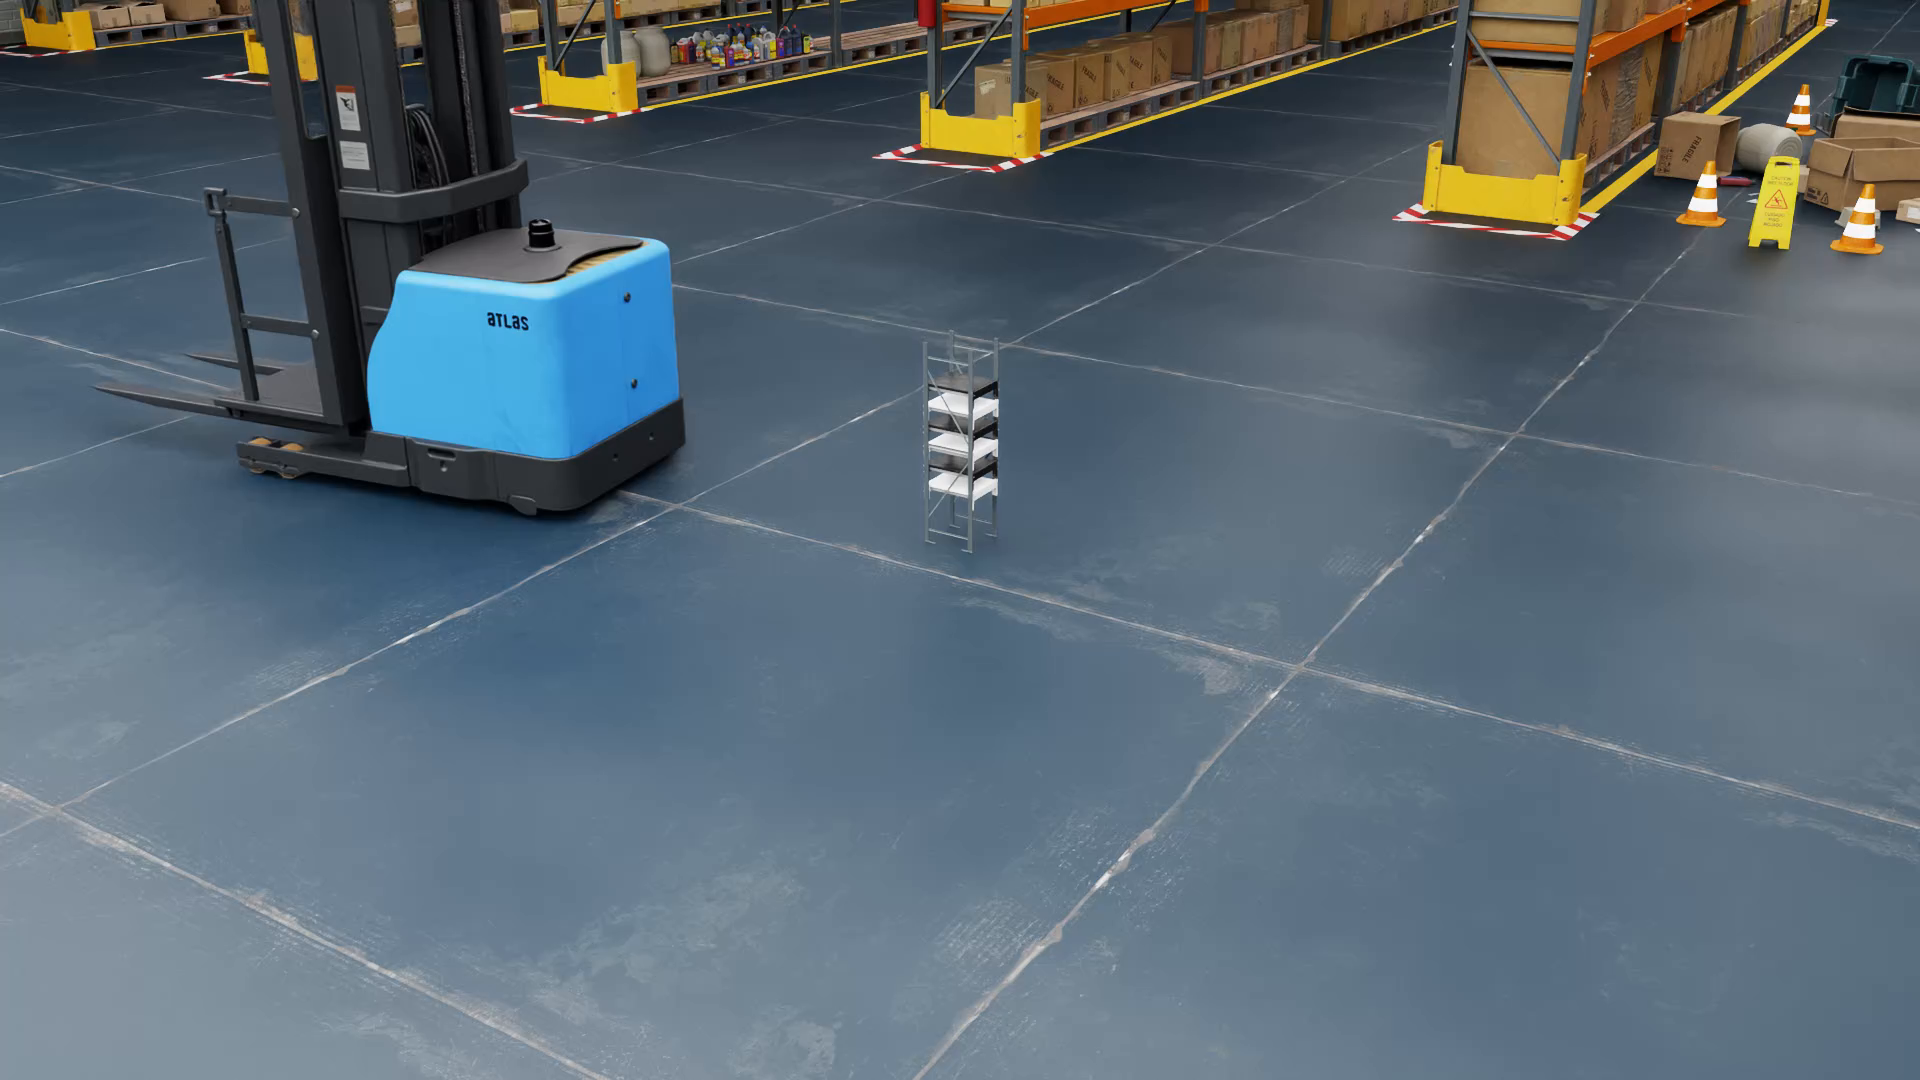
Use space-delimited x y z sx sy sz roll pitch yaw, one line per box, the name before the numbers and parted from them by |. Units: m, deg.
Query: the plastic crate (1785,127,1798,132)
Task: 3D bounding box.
plastic crate | 7.440 -3.740 15.581 0.662 0.188 0.450 -12 16 -26

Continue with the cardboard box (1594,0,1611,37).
cardboard box | 4.738 -4.381 13.406 0.875 0.550 0.550 14 27 29

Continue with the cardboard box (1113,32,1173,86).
cardboard box | 2.013 -5.330 18.404 0.500 0.500 0.500 13 27 27

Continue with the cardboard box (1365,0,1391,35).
cardboard box | 5.227 -7.506 22.960 1.225 0.875 0.875 14 27 29

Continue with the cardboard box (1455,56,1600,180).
cardboard box | 4.611 -3.448 13.584 0.875 0.875 0.875 14 27 29

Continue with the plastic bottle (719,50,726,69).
plastic bottle | -2.784 -5.598 19.374 0.097 0.201 0.097 0 23 0

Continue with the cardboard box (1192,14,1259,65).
cardboard box | 3.163 -6.014 19.960 0.700 0.500 0.500 11 26 24

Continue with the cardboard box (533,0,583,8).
cardboard box | -5.726 -7.764 23.635 0.500 0.311 0.500 14 27 29

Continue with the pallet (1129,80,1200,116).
pallet | 1.934 -4.897 18.297 1.003 0.211 1.213 14 27 29

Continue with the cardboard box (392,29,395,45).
cardboard box | -7.533 -6.373 21.128 0.500 0.250 0.500 14 27 29

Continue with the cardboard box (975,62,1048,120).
cardboard box | 0.492 -4.314 16.057 0.500 0.500 0.500 20 30 38

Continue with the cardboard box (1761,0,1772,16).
cardboard box | 9.638 -6.595 20.382 0.500 0.250 0.500 14 27 29

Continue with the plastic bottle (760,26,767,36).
plastic bottle | -2.490 -6.383 21.099 0.097 0.271 0.097 0 23 0

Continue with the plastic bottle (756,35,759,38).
plastic bottle | -2.416 -5.965 20.120 0.061 0.283 0.133 14 27 29

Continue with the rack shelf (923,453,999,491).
rack shelf | 0.004 -0.303 7.127 0.258 0.077 0.200 14 27 29

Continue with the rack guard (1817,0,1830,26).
rack guard | 12.709 -8.215 25.597 1.175 0.500 0.348 14 27 29

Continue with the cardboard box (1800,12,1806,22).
cardboard box | 12.024 -7.598 24.086 0.380 0.149 0.250 14 27 30

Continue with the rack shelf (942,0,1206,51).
rack shelf | 1.203 -5.406 16.867 1.077 0.370 4.000 14 27 29

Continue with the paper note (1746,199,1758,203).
paper note | 6.557 -2.783 13.643 0.142 0.017 0.144 -17 29 -35

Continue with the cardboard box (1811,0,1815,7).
cardboard box | 12.440 -7.995 24.627 0.380 0.149 0.250 13 26 27

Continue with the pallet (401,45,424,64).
pallet | -7.253 -6.535 22.081 1.003 0.211 1.213 14 27 29

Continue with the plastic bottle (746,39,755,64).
plastic bottle | -2.498 -5.813 19.783 0.097 0.271 0.097 0 23 0

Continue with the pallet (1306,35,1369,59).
pallet | 4.848 -6.732 22.534 1.003 0.211 1.213 14 27 29

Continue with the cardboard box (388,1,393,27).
cardboard box | -7.532 -6.717 20.978 0.500 0.500 0.500 14 27 29

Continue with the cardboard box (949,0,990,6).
cardboard box | 0.123 -5.085 15.537 0.380 0.149 0.250 14 27 29

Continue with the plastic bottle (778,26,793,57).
plastic bottle | -2.145 -6.093 20.329 0.144 0.351 0.185 12 26 26

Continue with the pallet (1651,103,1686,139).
pallet | 6.762 -4.334 16.995 1.003 0.211 1.213 14 27 29

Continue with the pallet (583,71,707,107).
pallet | -3.626 -5.128 18.829 1.003 0.211 1.213 14 27 29

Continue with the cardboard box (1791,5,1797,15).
cardboard box | 11.567 -7.486 23.452 0.380 0.149 0.250 15 28 31

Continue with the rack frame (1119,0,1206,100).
rack frame | 2.258 -6.411 18.283 1.000 3.000 0.127 14 27 29

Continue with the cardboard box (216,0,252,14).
cardboard box | -10.879 -8.221 25.057 0.500 0.500 0.500 12 26 25

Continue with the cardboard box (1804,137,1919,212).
cardboard box | 7.343 -2.962 13.458 0.797 0.503 0.637 -3 24 -7

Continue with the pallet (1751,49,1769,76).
pallet | 9.587 -6.081 21.032 1.003 0.211 1.213 14 27 29

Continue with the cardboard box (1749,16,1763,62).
cardboard box | 9.381 -6.089 20.157 0.500 0.500 0.500 14 27 30

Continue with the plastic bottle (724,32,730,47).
plastic bottle | -2.873 -6.092 20.427 0.097 0.271 0.097 0 23 0

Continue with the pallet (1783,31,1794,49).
pallet | 10.963 -6.992 23.135 1.003 0.211 1.213 14 27 29

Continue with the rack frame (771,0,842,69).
rack frame | -1.949 -7.449 20.681 1.000 3.000 0.127 14 27 29

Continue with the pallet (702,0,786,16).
pallet | -3.620 -8.803 27.318 1.003 0.211 1.213 14 27 29

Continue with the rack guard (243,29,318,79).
rack guard | -8.278 -5.983 20.441 1.175 0.500 0.348 14 27 29

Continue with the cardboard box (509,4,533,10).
cardboard box | -6.183 -7.620 24.008 0.500 0.250 0.500 14 27 28

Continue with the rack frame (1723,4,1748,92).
rack frame | 8.529 -6.687 18.922 1.000 3.000 0.127 14 27 29

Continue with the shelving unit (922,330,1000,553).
shelving unit | 0.004 -0.416 7.078 0.258 0.900 0.210 14 27 29

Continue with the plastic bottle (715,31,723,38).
plastic bottle | -2.950 -6.108 20.449 0.061 0.283 0.133 15 28 31

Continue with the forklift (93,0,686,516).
forklift | -2.914 -1.817 7.758 3.031 2.935 1.130 9 25 21

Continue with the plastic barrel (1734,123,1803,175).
plastic barrel | 7.124 -3.451 14.688 0.421 0.421 0.512 -7 24 -17

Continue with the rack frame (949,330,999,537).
rack frame | 0.058 -0.450 7.157 0.240 0.900 0.006 14 27 29

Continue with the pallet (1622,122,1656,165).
pallet | 5.951 -3.817 15.802 1.003 0.211 1.213 14 27 29

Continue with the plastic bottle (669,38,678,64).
plastic bottle | -3.417 -5.809 19.759 0.061 0.283 0.133 15 27 30

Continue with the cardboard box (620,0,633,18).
cardboard box | -5.191 -7.851 24.542 0.500 0.250 0.500 13 27 27
